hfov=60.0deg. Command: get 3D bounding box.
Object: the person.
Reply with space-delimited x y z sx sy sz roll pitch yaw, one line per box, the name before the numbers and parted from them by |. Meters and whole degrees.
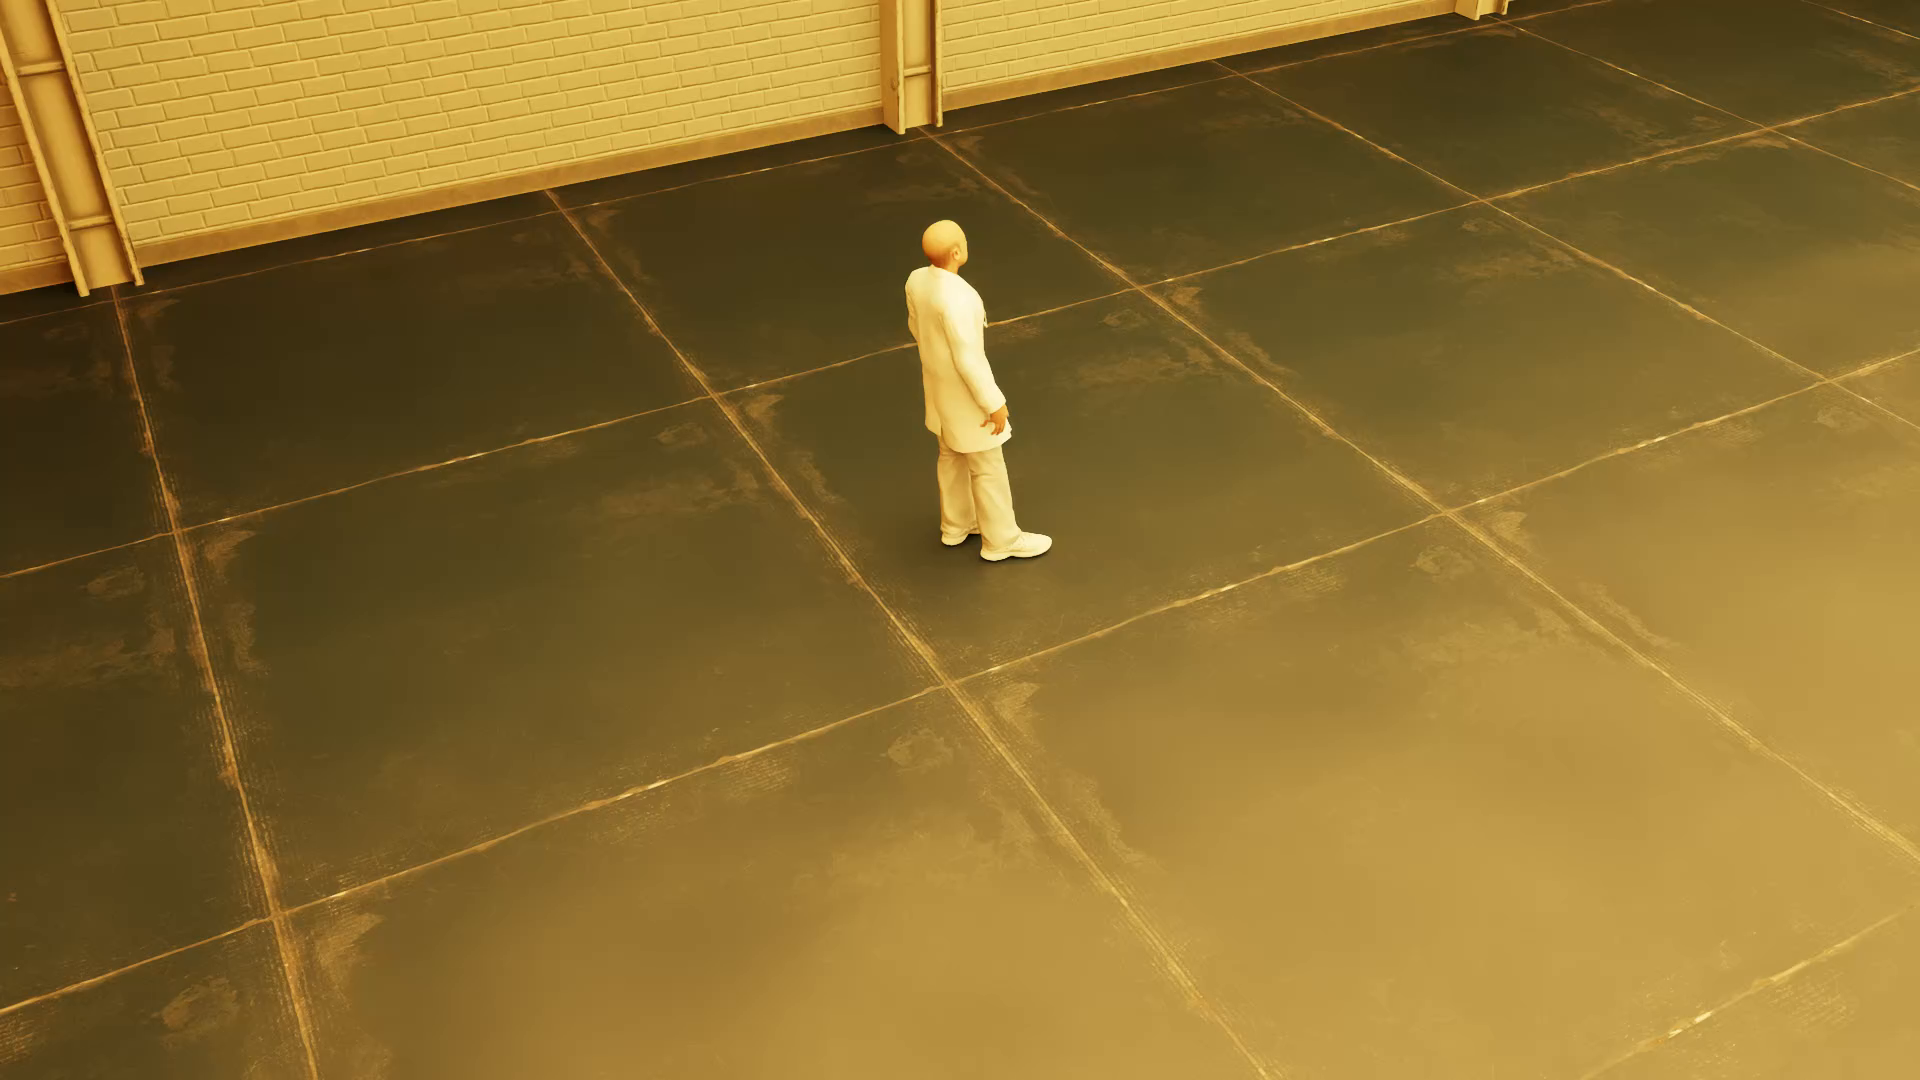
person | 0.082 -0.753 8.176 0.581 1.775 0.696 -17 39 -23
